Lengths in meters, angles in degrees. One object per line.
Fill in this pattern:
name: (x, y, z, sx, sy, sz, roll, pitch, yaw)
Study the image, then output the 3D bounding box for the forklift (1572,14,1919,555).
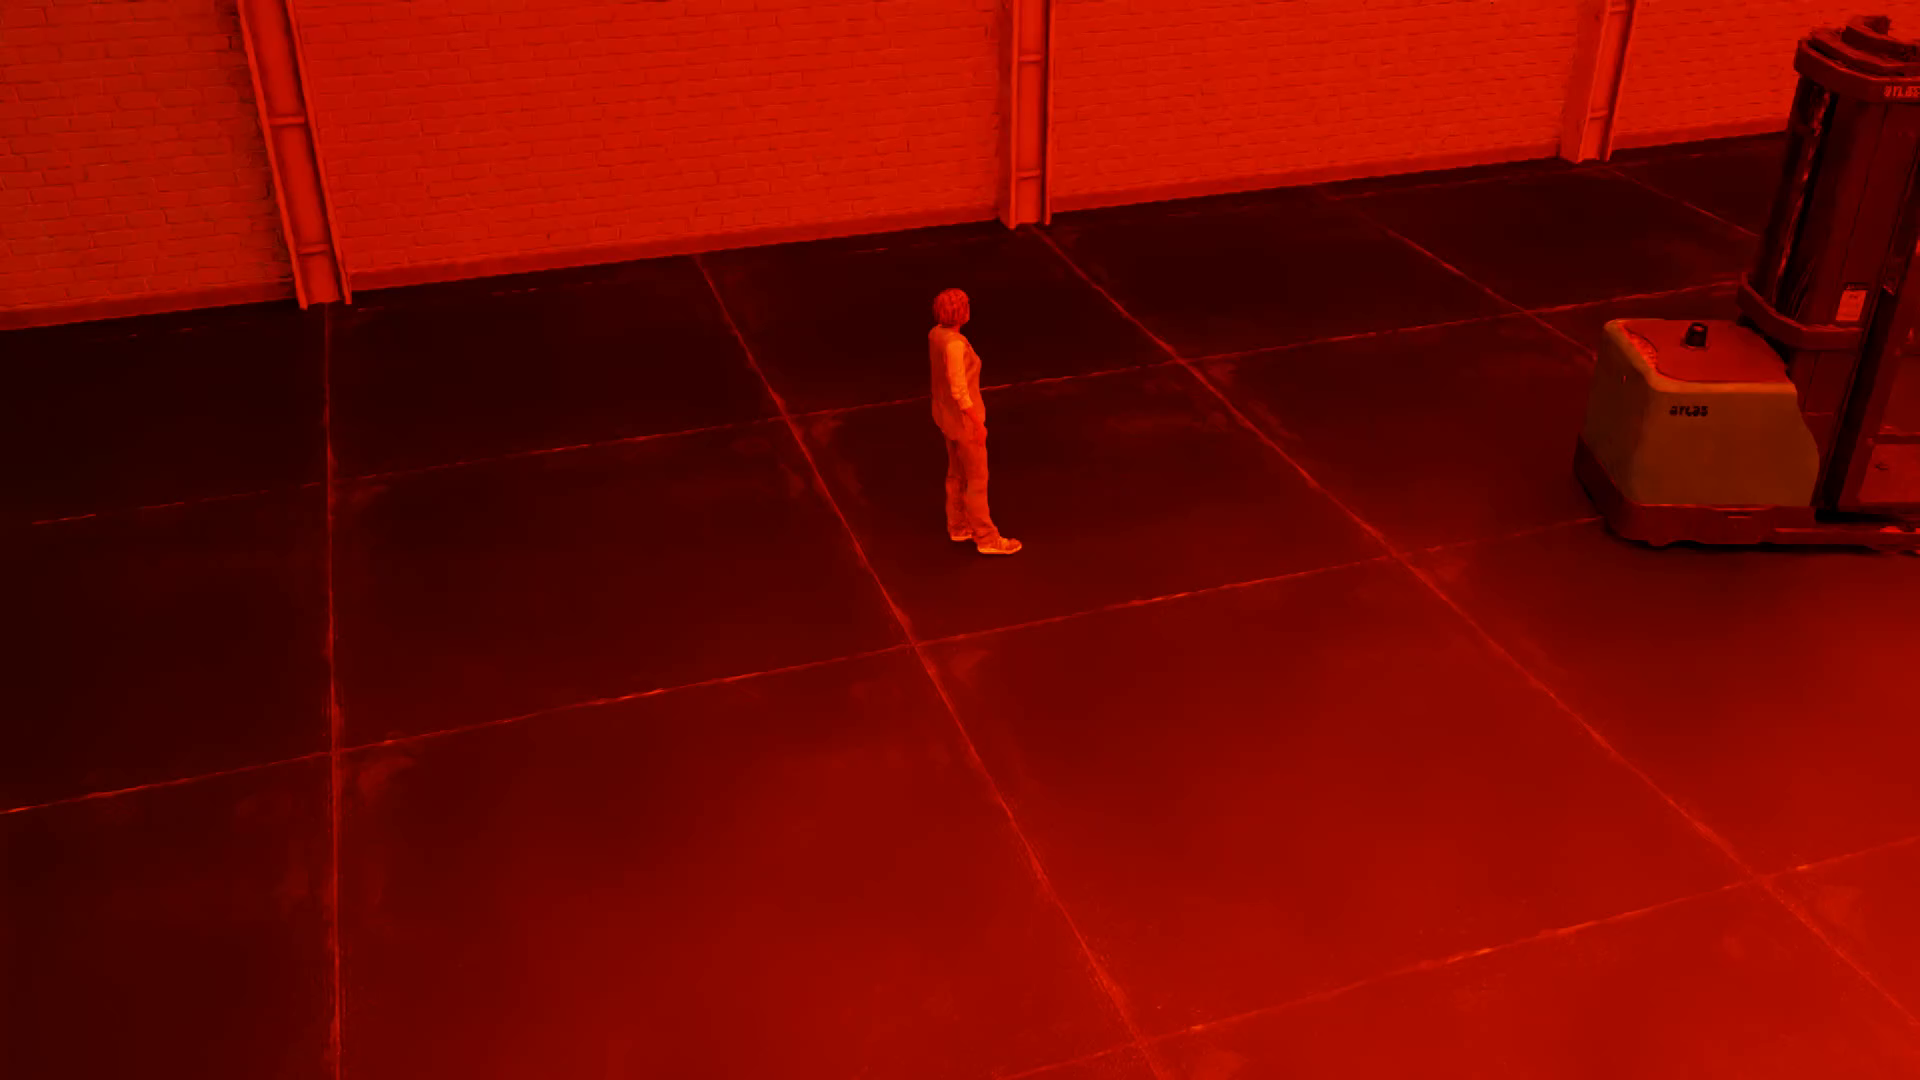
forklift: (5.447, -1.450, 9.607, 3.031, 2.935, 1.130, 1, 30, 1)

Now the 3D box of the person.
person: (0.075, -0.703, 9.633, 0.474, 1.597, 0.521, -10, 31, -16)
